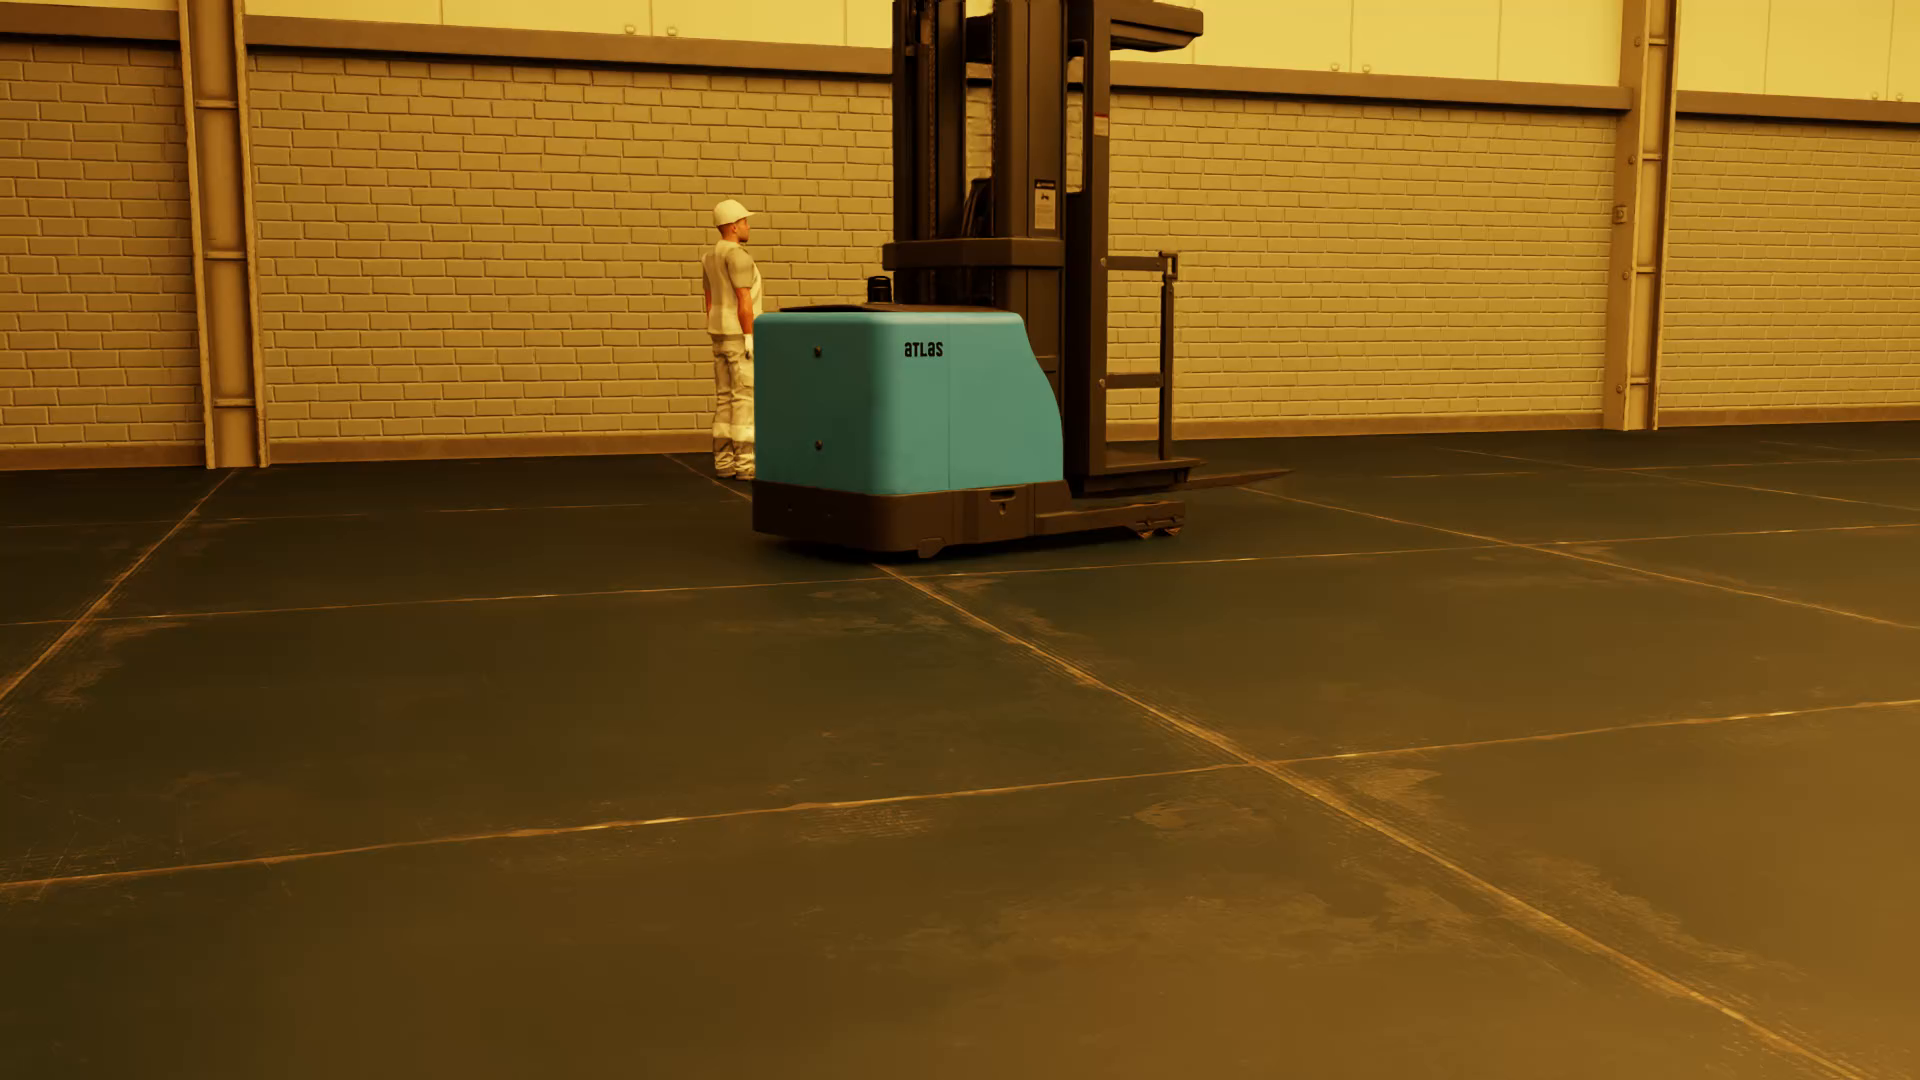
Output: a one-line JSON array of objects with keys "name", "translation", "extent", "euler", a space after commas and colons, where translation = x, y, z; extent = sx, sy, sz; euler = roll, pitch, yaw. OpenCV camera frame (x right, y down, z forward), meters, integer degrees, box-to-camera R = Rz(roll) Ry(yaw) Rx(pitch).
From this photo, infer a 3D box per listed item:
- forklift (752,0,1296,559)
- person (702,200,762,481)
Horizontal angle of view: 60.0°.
[{"name": "forklift", "translation": [0.475, -1.511, 8.159], "extent": [3.031, 2.935, 1.130], "euler": [-7, 10, -41]}, {"name": "person", "translation": [-1.438, -1.294, 10.795], "extent": [0.369, 1.795, 0.526], "euler": [-5, 9, -35]}]
